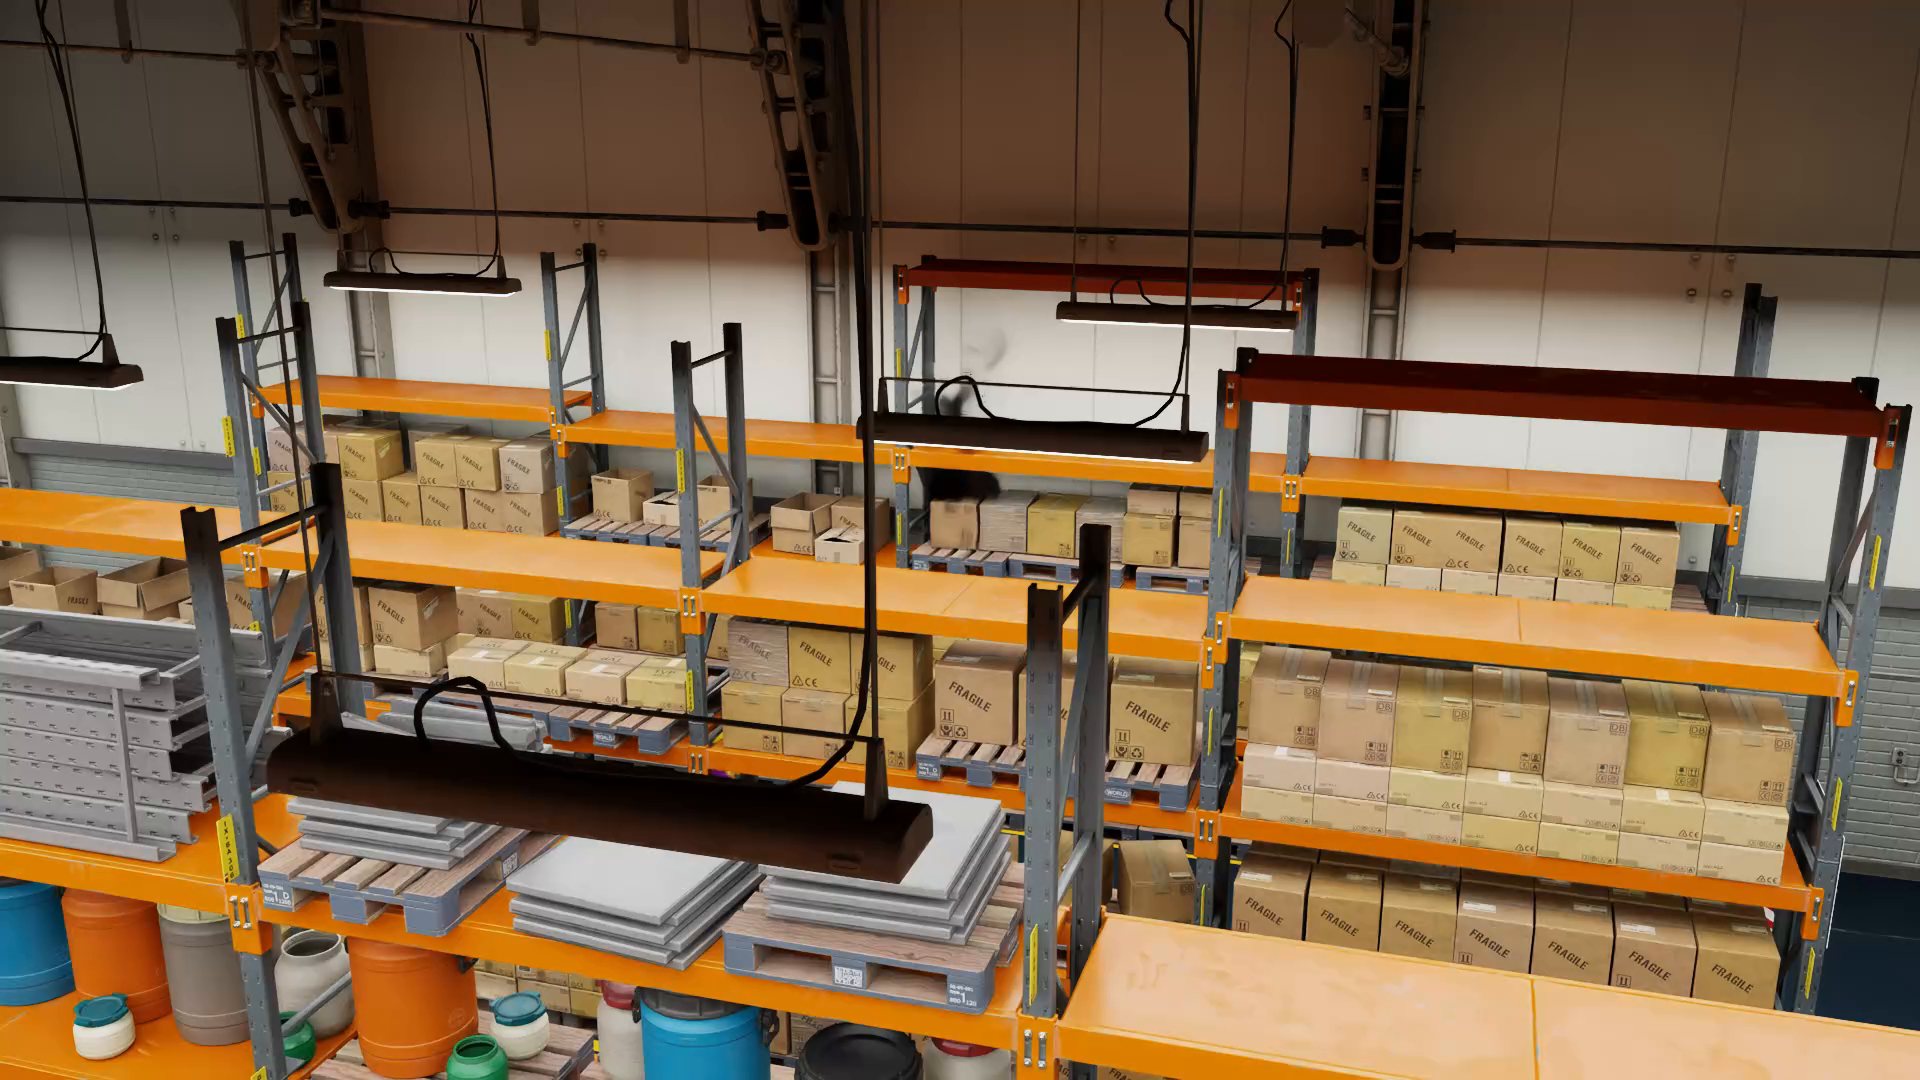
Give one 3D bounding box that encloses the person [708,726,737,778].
[{"bbox_3d":[-2.301,2.581,15.764,0.813,1.761,0.718,3,16,12],"label":"person"}]
